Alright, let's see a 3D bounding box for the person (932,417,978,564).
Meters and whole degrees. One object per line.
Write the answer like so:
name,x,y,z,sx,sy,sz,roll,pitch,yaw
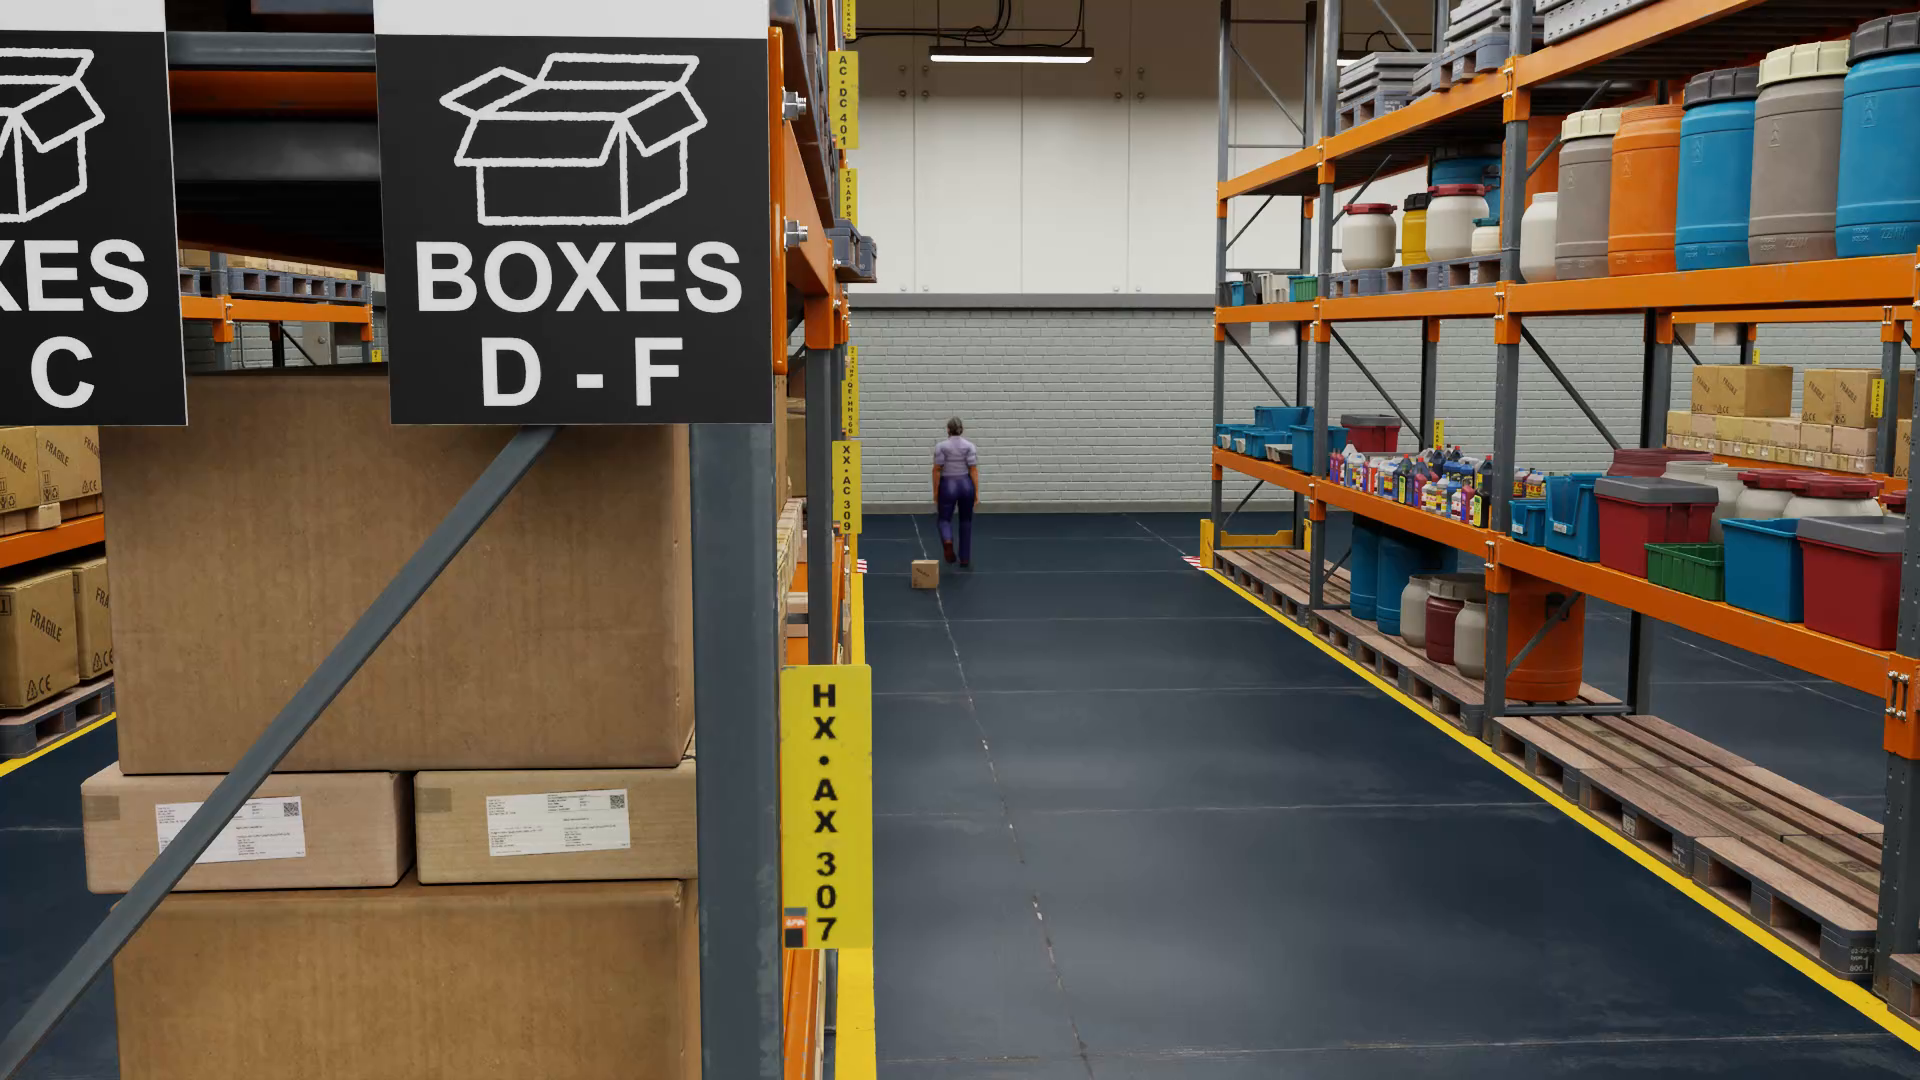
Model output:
person,-0.051,-0.516,17.989,0.497,1.600,0.724,-1,7,-5
